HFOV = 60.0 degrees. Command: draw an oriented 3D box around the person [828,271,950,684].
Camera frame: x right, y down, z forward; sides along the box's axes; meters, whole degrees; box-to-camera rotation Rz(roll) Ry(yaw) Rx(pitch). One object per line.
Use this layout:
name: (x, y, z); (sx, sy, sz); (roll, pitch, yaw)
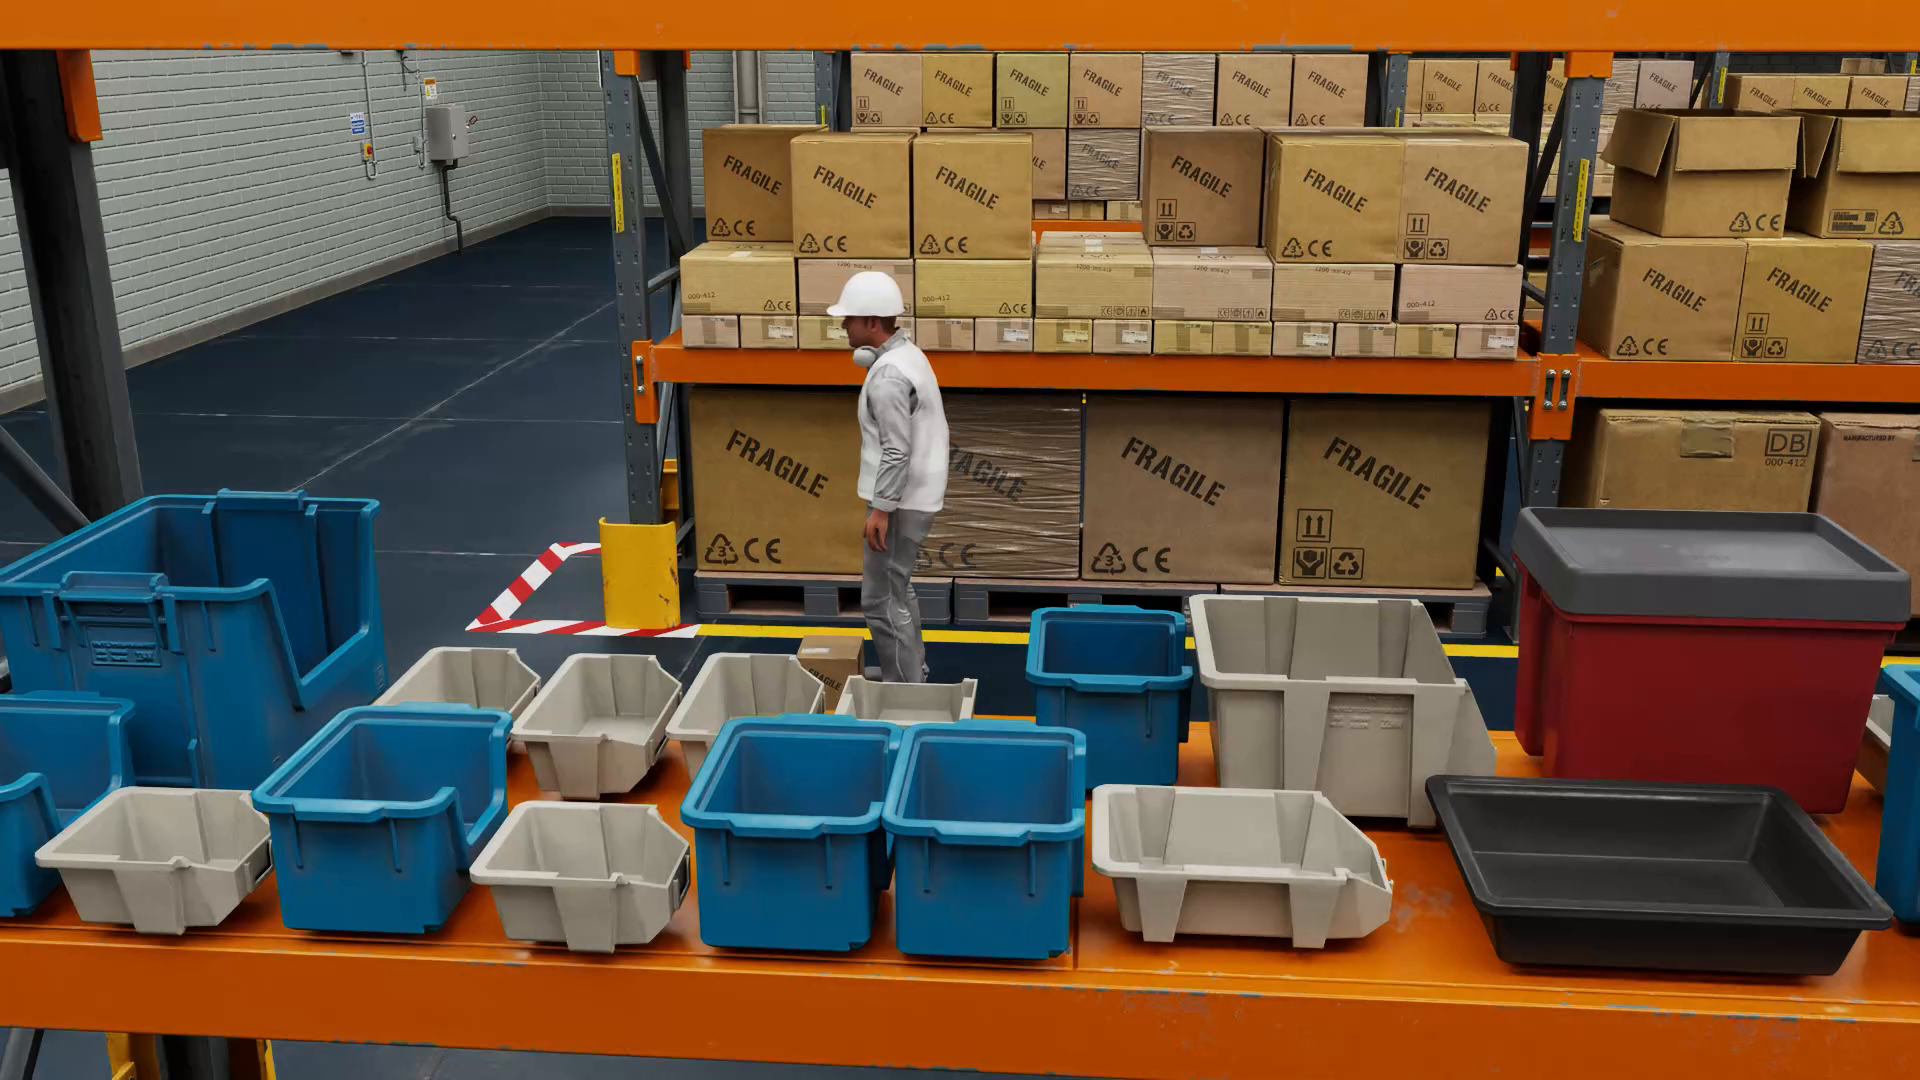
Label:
person: (-0.270, -0.173, 6.557); (0.460, 1.772, 0.580); (1, 17, 4)
